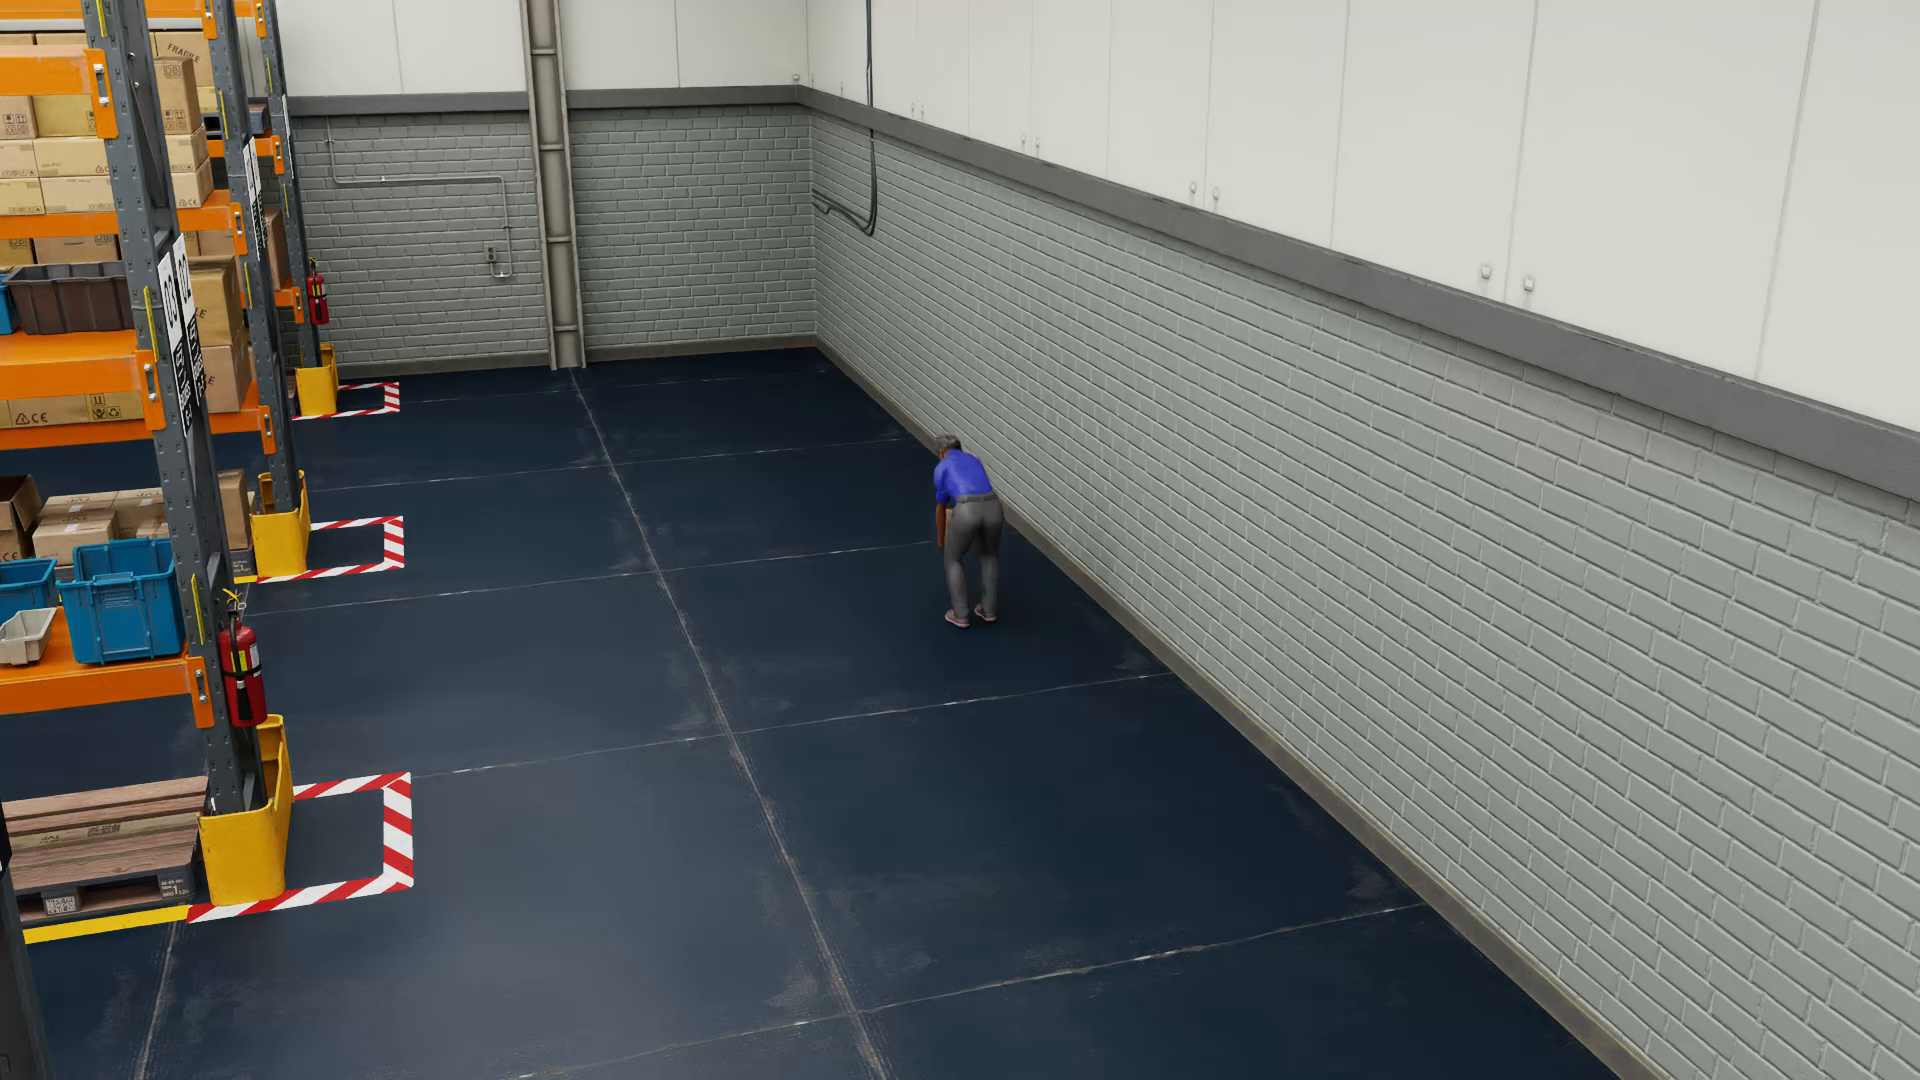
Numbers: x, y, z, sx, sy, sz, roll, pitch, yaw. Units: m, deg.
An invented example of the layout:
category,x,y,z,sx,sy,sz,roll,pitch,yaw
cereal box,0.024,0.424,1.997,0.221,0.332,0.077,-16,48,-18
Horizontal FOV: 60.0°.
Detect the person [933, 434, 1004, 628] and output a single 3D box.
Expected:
category,x,y,z,sx,sy,sz,roll,pitch,yaw
person,0.033,-0.069,11.894,0.406,1.253,0.824,-7,20,-19
